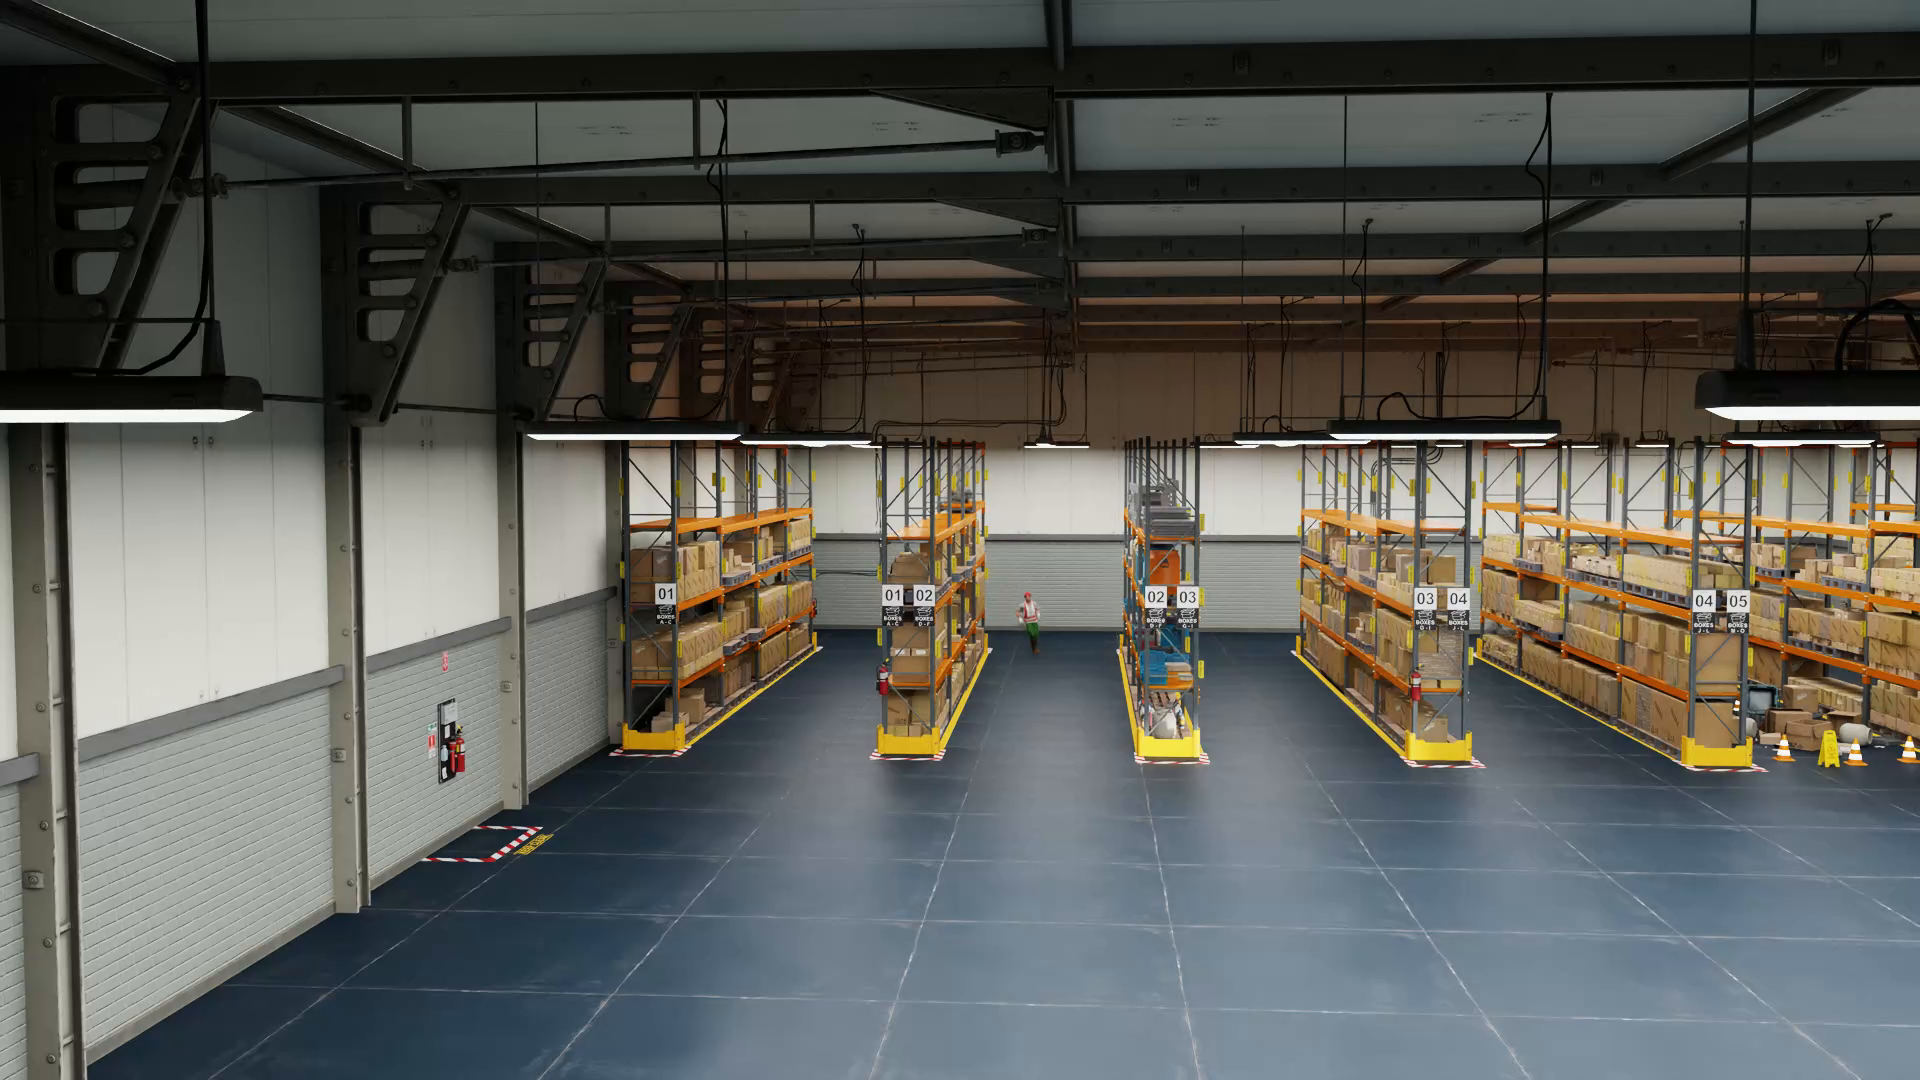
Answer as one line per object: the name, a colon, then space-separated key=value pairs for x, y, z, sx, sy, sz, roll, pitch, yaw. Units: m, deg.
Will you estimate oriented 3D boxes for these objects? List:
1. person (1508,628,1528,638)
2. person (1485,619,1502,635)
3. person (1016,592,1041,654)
person: x=15.925 y=2.328 z=47.595 sx=1.002 sy=1.661 sz=0.590 roll=1 pitch=3 yaw=10
person: x=15.310 y=2.439 z=47.611 sx=0.555 sy=1.496 sz=0.664 roll=2 pitch=3 yaw=27
person: x=1.979 y=2.333 z=46.879 sx=0.693 sy=1.734 sz=0.665 roll=-1 pitch=3 yaw=-17
